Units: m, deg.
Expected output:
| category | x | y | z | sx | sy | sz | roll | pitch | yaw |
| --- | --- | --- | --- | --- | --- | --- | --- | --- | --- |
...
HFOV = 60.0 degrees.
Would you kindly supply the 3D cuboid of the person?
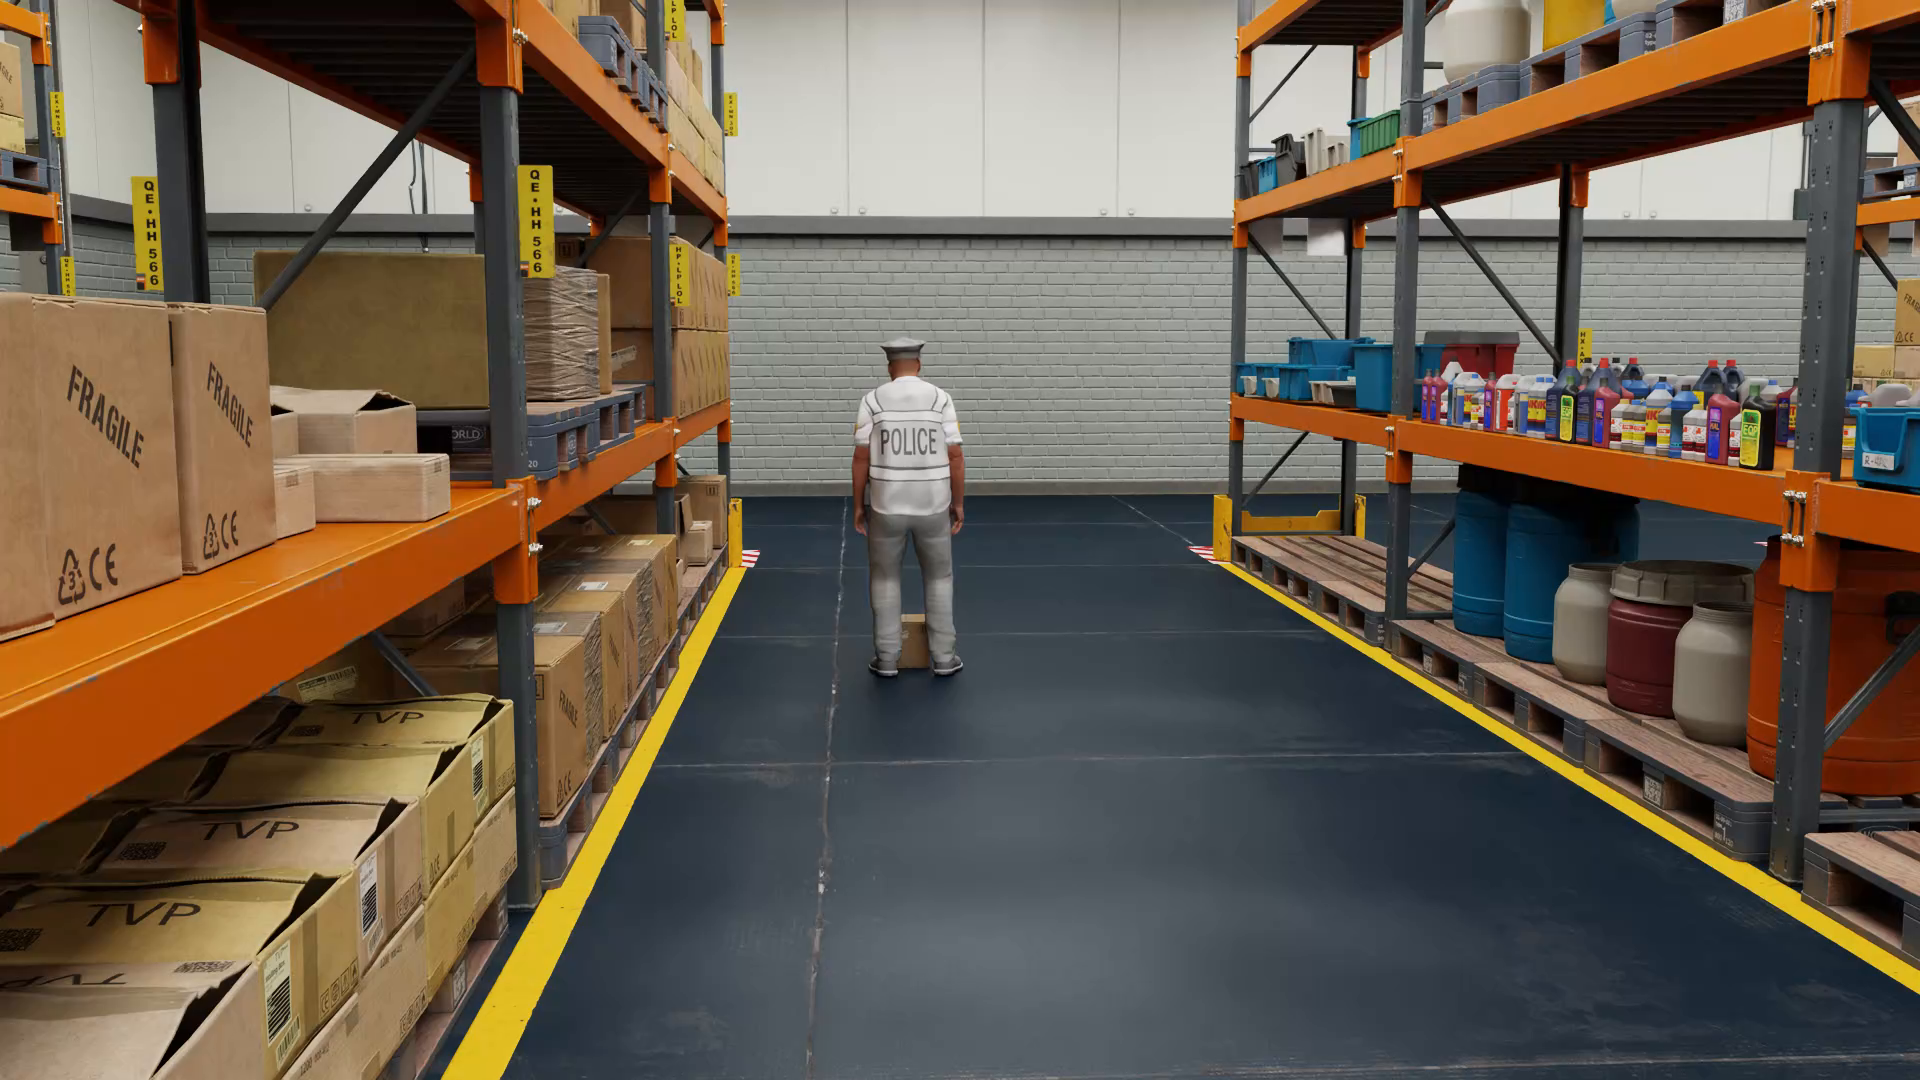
| category | x | y | z | sx | sy | sz | roll | pitch | yaw |
| --- | --- | --- | --- | --- | --- | --- | --- | --- | --- |
| person | -0.266 | -0.168 | 8.618 | 0.585 | 1.748 | 0.432 | 0 | 7 | -4 |
